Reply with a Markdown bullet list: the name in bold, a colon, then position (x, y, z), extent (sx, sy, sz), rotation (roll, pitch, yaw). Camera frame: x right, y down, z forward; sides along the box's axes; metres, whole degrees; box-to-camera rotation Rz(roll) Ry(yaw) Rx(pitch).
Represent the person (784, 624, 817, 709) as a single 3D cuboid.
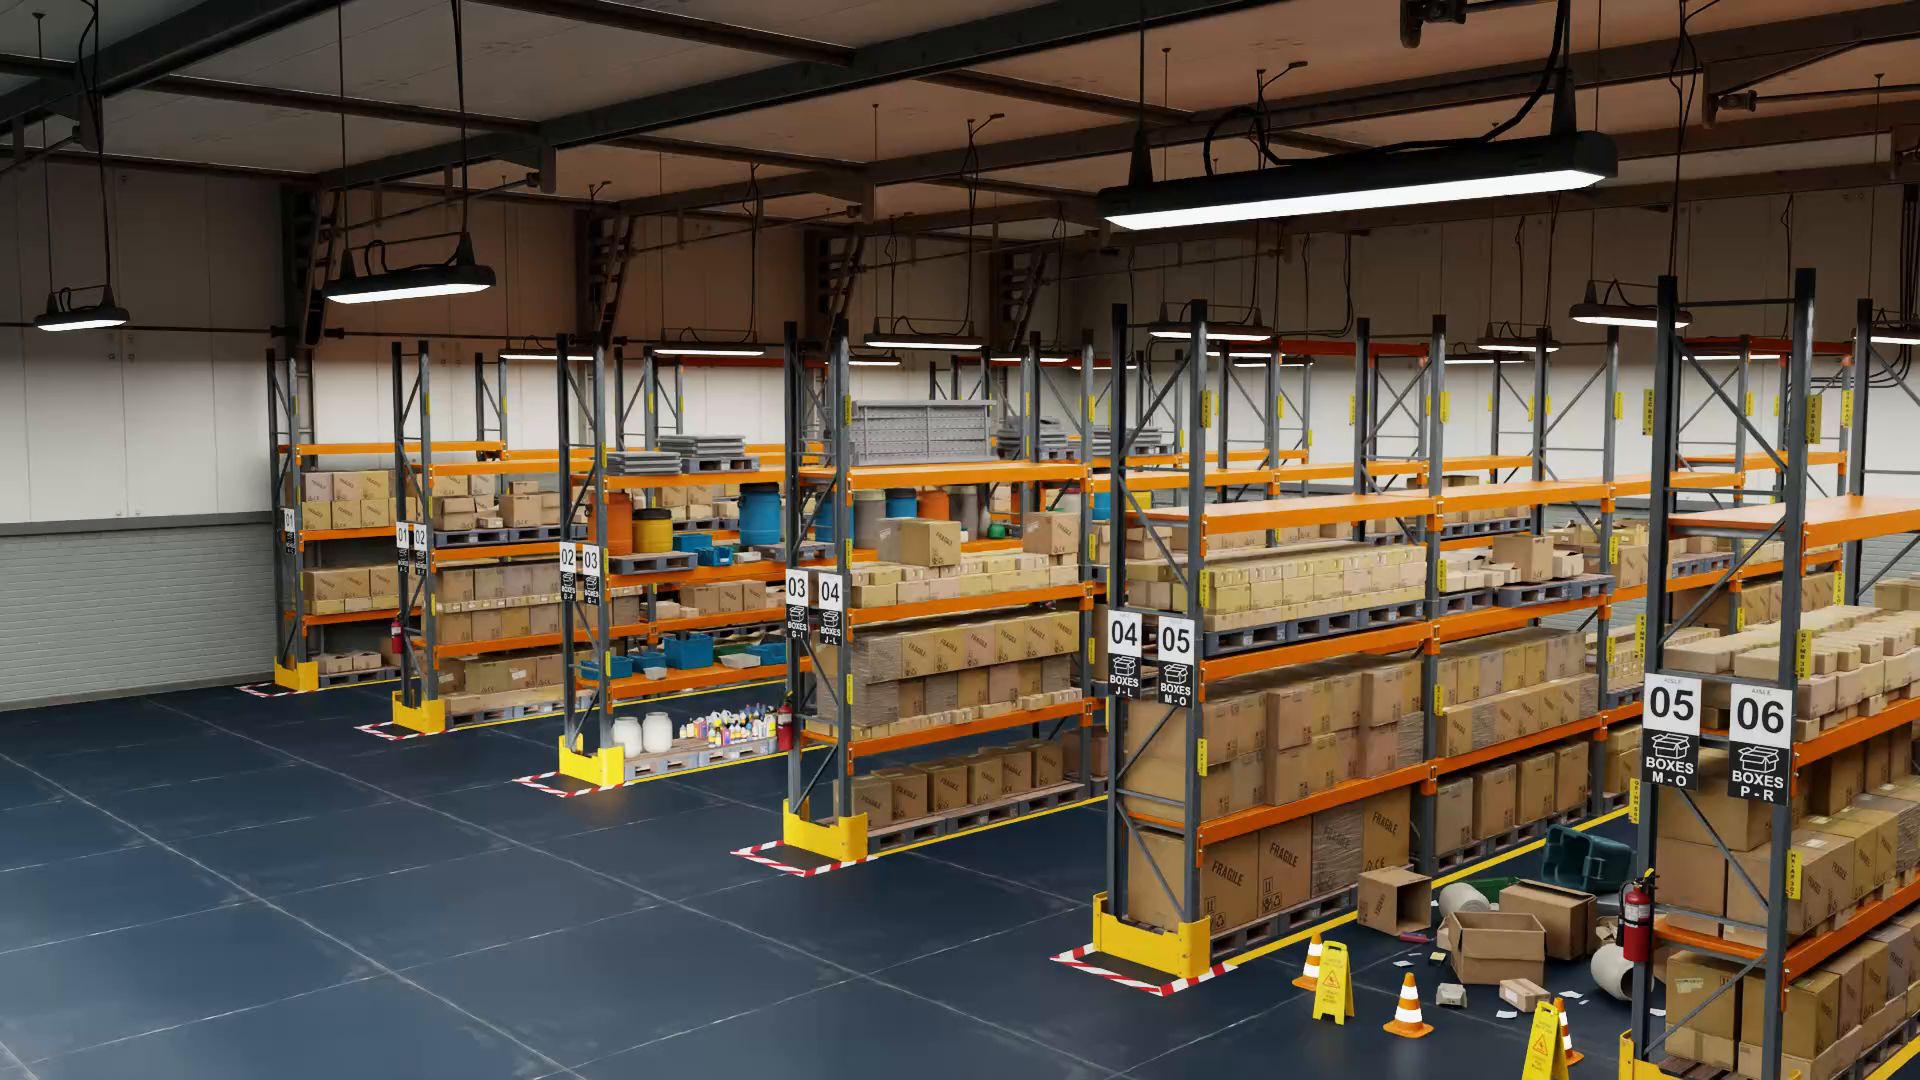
- **person**: position (-2.587, 1.874, 27.112), extent (0.550, 1.766, 0.550), rotation (-1, 5, -11)
